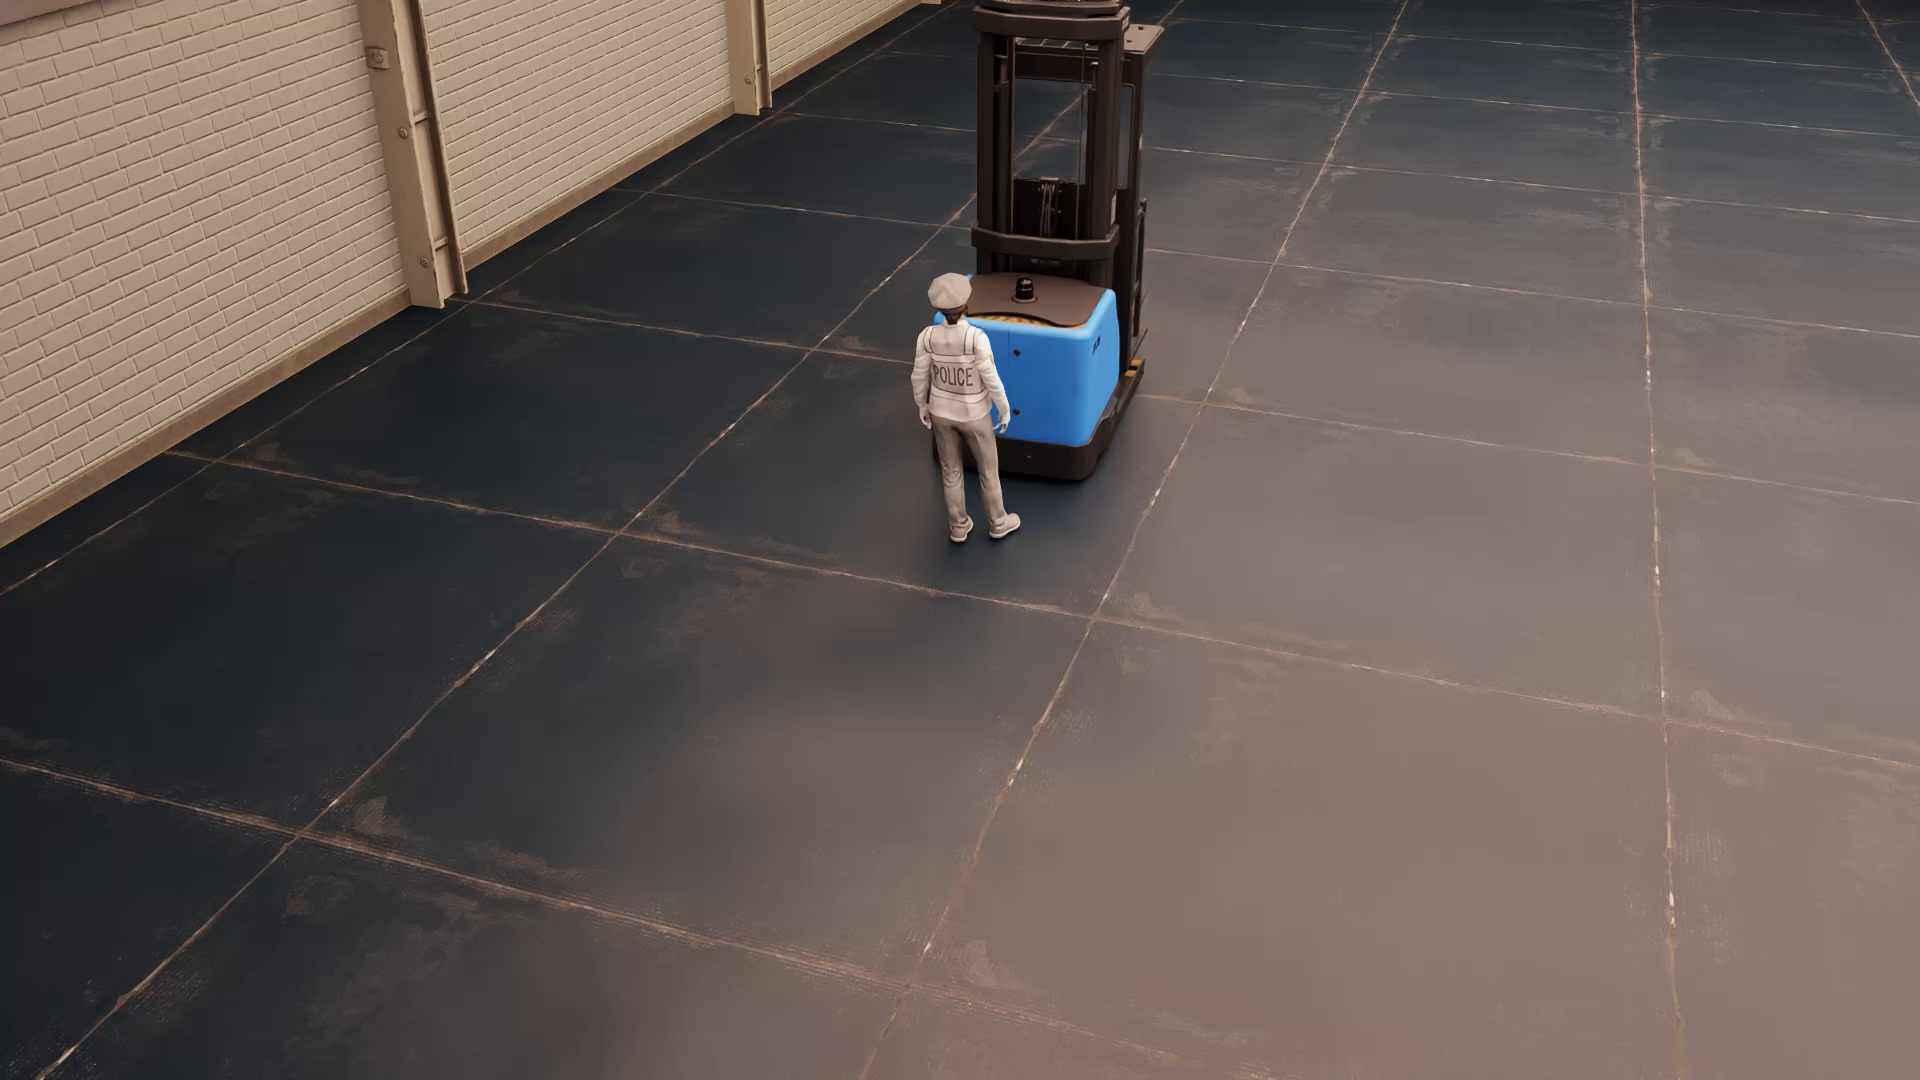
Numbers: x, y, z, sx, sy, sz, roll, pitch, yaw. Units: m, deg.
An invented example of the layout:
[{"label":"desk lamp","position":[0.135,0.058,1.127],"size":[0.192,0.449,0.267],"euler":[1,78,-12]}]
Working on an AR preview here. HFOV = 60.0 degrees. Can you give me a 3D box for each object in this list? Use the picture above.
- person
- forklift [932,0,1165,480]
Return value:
[{"label":"person","position":[0.028,-0.773,9.726],"size":[0.587,1.696,0.534],"euler":[10,31,16]},{"label":"forklift","position":[0.718,-2.374,11.302],"size":[1.130,2.935,3.031],"euler":[8,31,14]}]
